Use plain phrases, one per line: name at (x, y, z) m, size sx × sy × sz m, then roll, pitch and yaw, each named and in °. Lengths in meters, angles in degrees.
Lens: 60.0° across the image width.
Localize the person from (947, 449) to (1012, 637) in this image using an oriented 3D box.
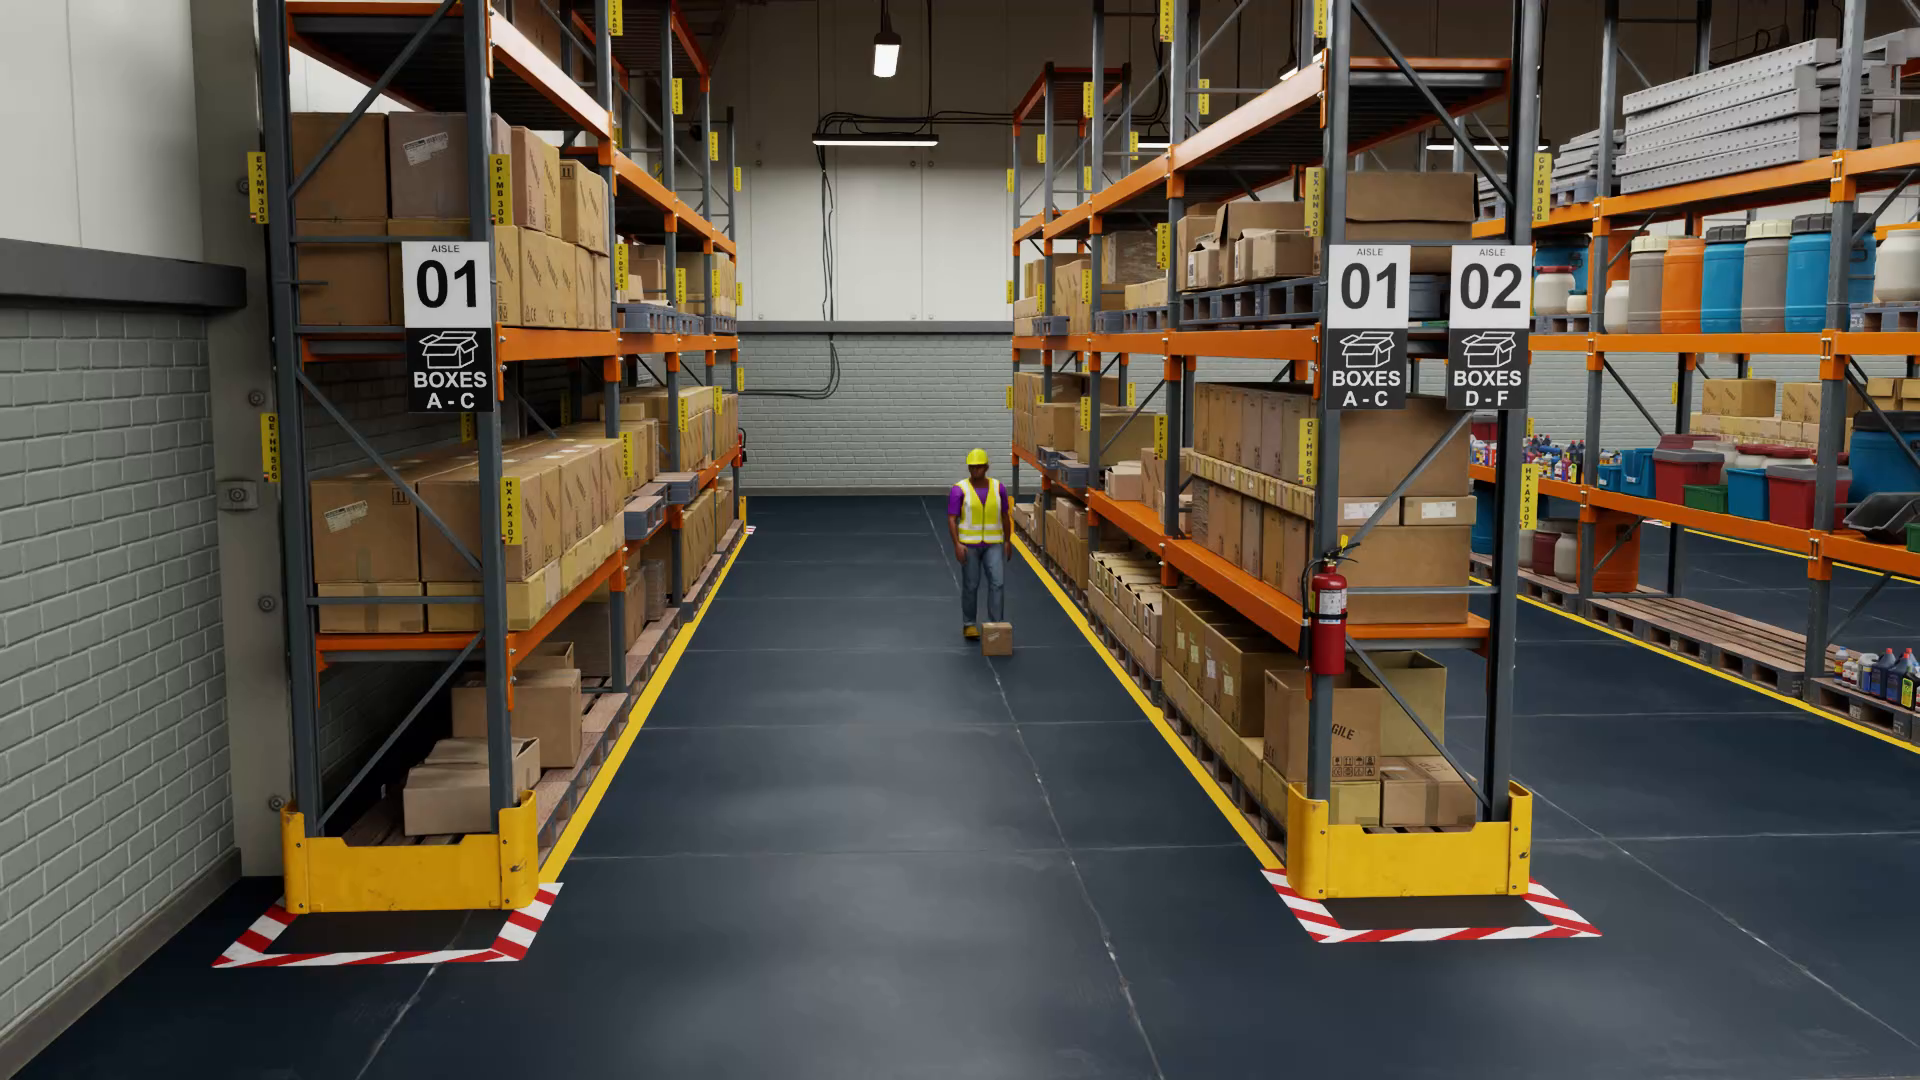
person at (0.208, 0.054, 15.115) m, size 0.624 × 1.753 × 0.793 m, roll -1°, pitch 7°, yaw -9°
